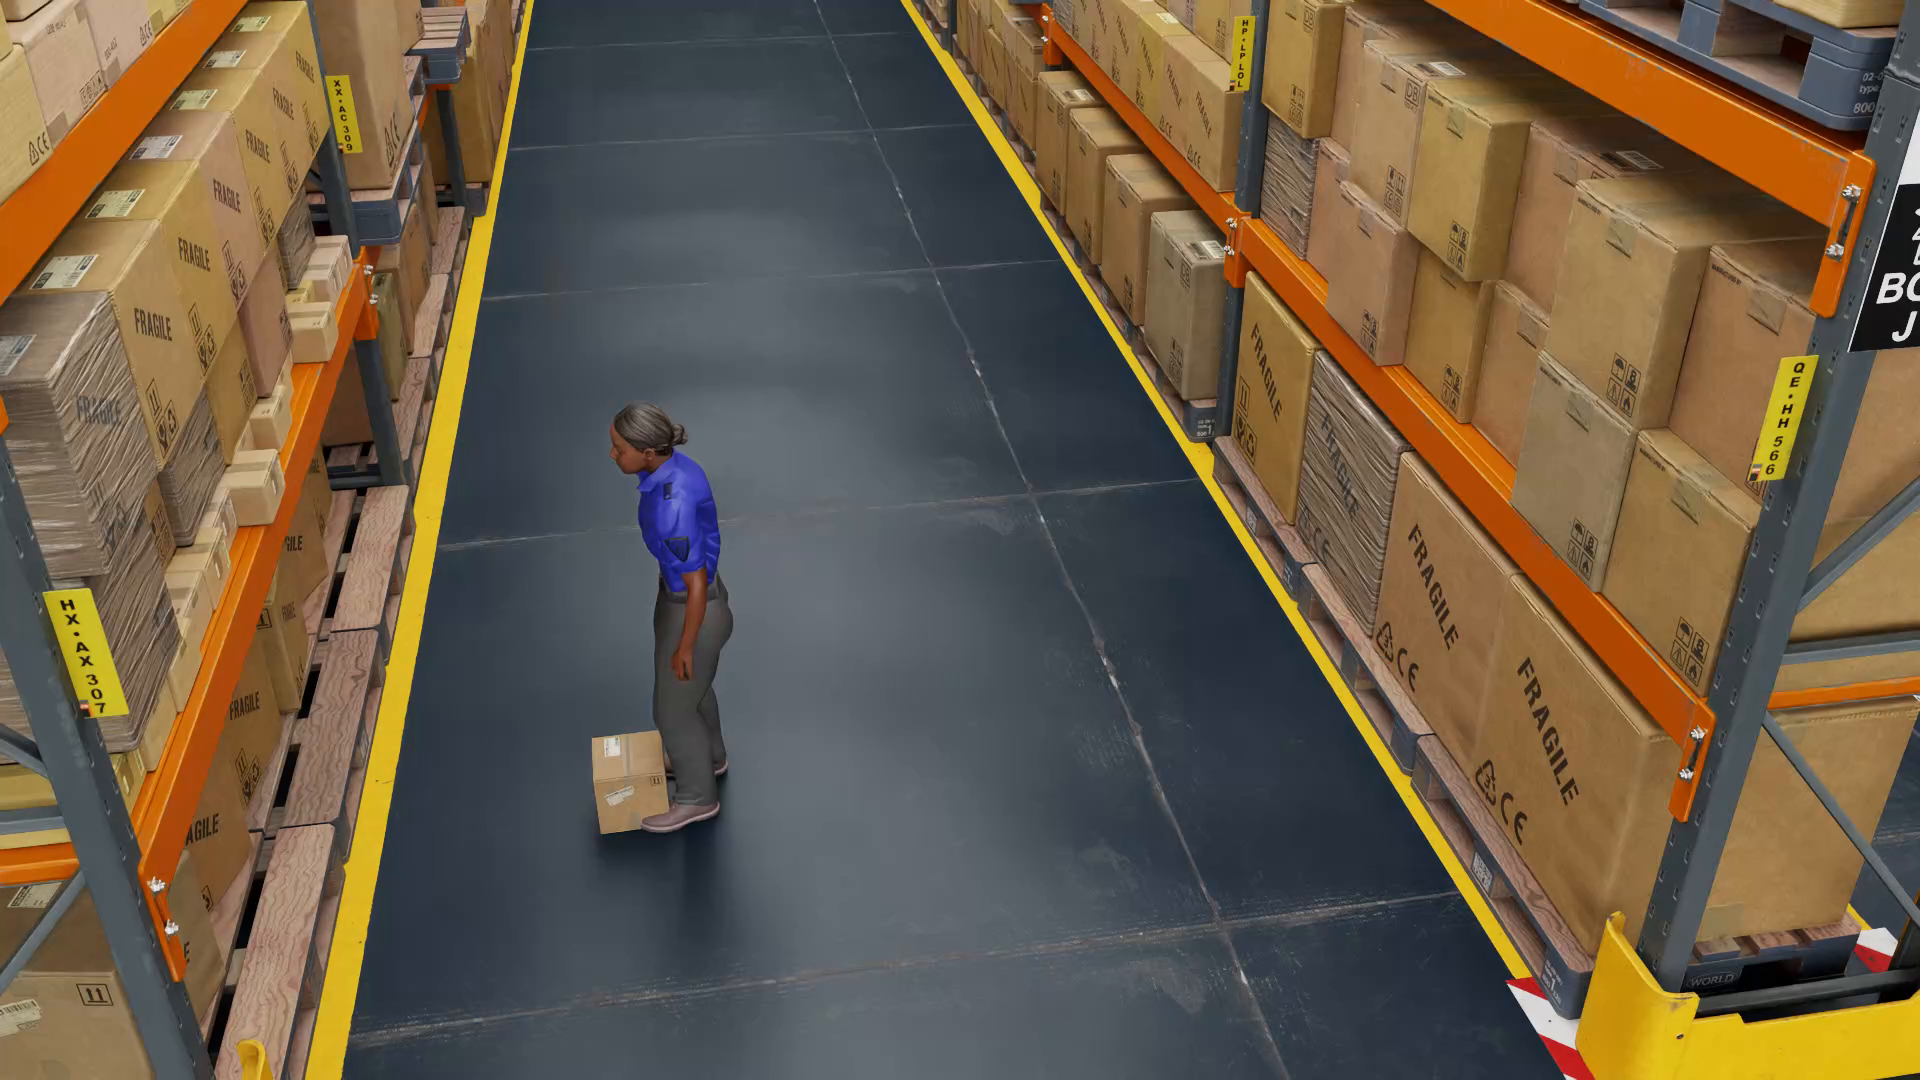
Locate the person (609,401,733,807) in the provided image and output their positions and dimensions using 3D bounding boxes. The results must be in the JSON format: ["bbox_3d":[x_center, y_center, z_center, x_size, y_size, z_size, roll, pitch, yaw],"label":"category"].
[{"bbox_3d":[-0.959,0.227,5.692,0.349,1.585,0.495,-7,32,-12],"label":"person"}]
